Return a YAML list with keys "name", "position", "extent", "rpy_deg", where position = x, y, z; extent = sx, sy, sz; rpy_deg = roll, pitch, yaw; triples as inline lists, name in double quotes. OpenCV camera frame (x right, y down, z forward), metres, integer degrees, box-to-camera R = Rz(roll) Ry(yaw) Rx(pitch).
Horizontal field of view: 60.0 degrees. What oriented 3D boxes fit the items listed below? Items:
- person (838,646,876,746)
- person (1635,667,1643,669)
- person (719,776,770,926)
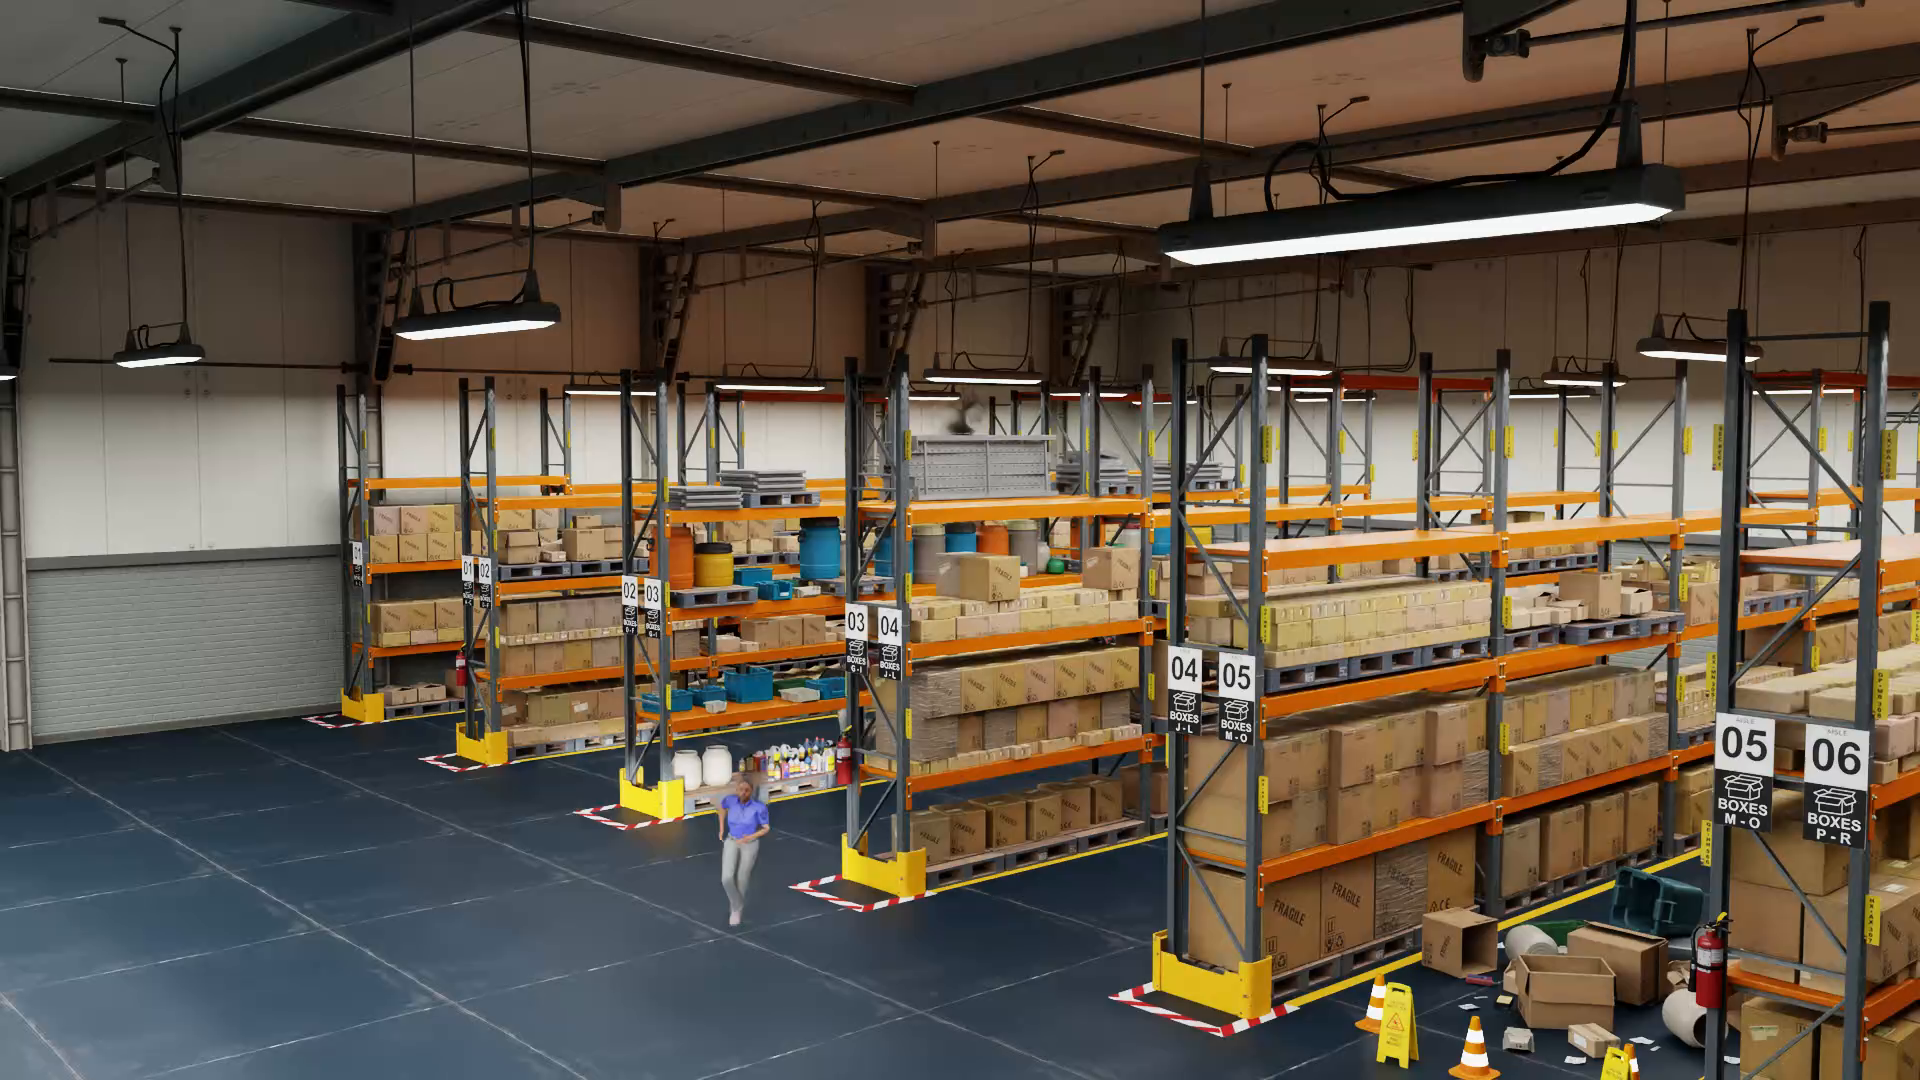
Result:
- name: "person"
  position: [-1.710, 2.515, 26.798]
  extent: [0.814, 1.769, 0.670]
  rpy_deg: [-3, 5, -41]
- name: "person"
  position: [9.878, 2.713, 24.210]
  extent: [0.892, 1.749, 0.564]
  rpy_deg: [-3, 5, -37]
- name: "person"
  position: [-2.268, 3.260, 17.547]
  extent: [0.572, 1.606, 0.808]
  rpy_deg: [0, 4, 2]
